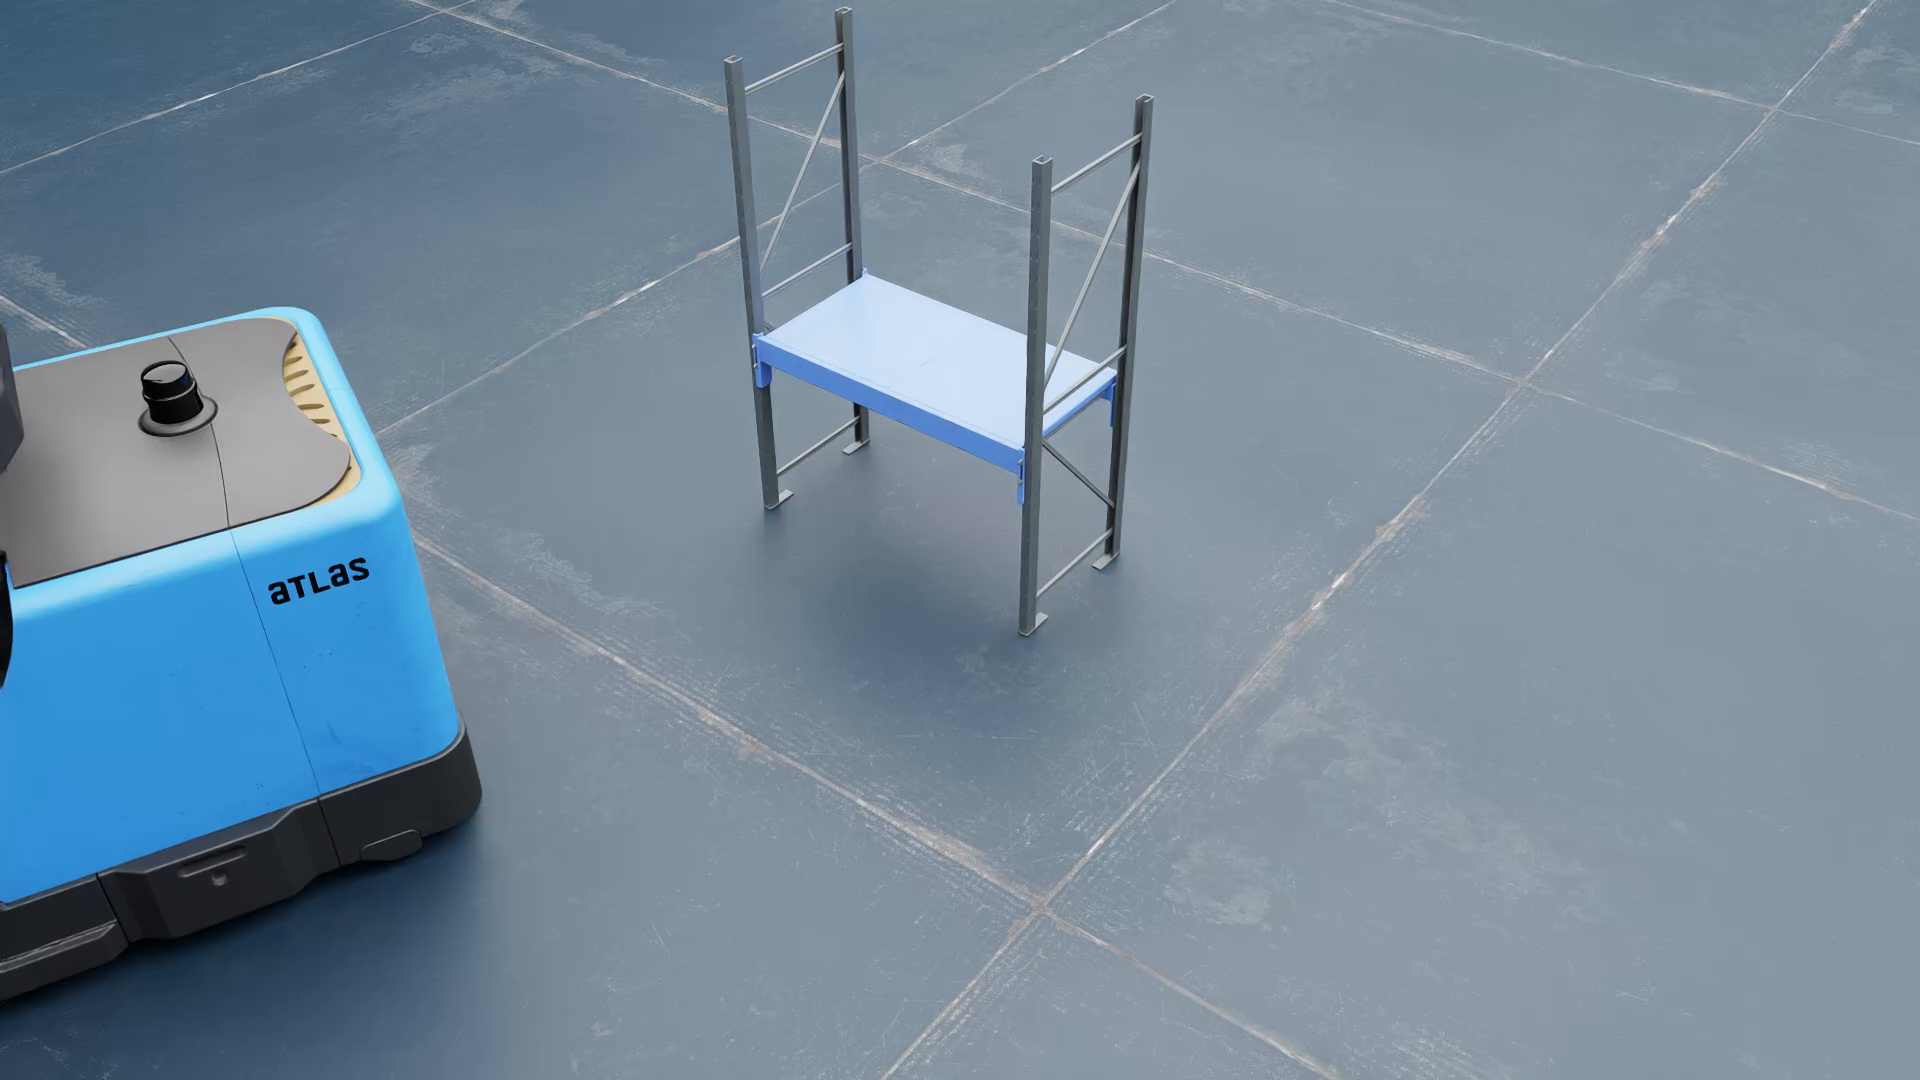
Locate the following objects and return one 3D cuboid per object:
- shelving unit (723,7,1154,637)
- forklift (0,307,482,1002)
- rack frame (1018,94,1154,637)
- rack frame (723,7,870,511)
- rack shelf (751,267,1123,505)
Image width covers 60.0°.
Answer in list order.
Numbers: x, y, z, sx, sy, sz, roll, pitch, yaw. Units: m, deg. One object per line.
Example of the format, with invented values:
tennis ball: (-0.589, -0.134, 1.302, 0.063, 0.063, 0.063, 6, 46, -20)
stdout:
shelving unit: (-0.068, -0.622, 4.828, 1.048, 1.500, 0.538, 25, 45, 29)
forklift: (-2.775, -0.239, 3.177, 3.031, 2.935, 1.130, -19, 42, -22)
rack frame: (0.336, -0.432, 4.585, 0.032, 1.500, 0.500, 25, 45, 29)
rack frame: (-0.472, -0.813, 5.072, 0.032, 1.500, 0.500, 25, 45, 29)
rack shelf: (-0.068, -0.481, 4.939, 1.000, 0.185, 0.538, 25, 45, 29)
